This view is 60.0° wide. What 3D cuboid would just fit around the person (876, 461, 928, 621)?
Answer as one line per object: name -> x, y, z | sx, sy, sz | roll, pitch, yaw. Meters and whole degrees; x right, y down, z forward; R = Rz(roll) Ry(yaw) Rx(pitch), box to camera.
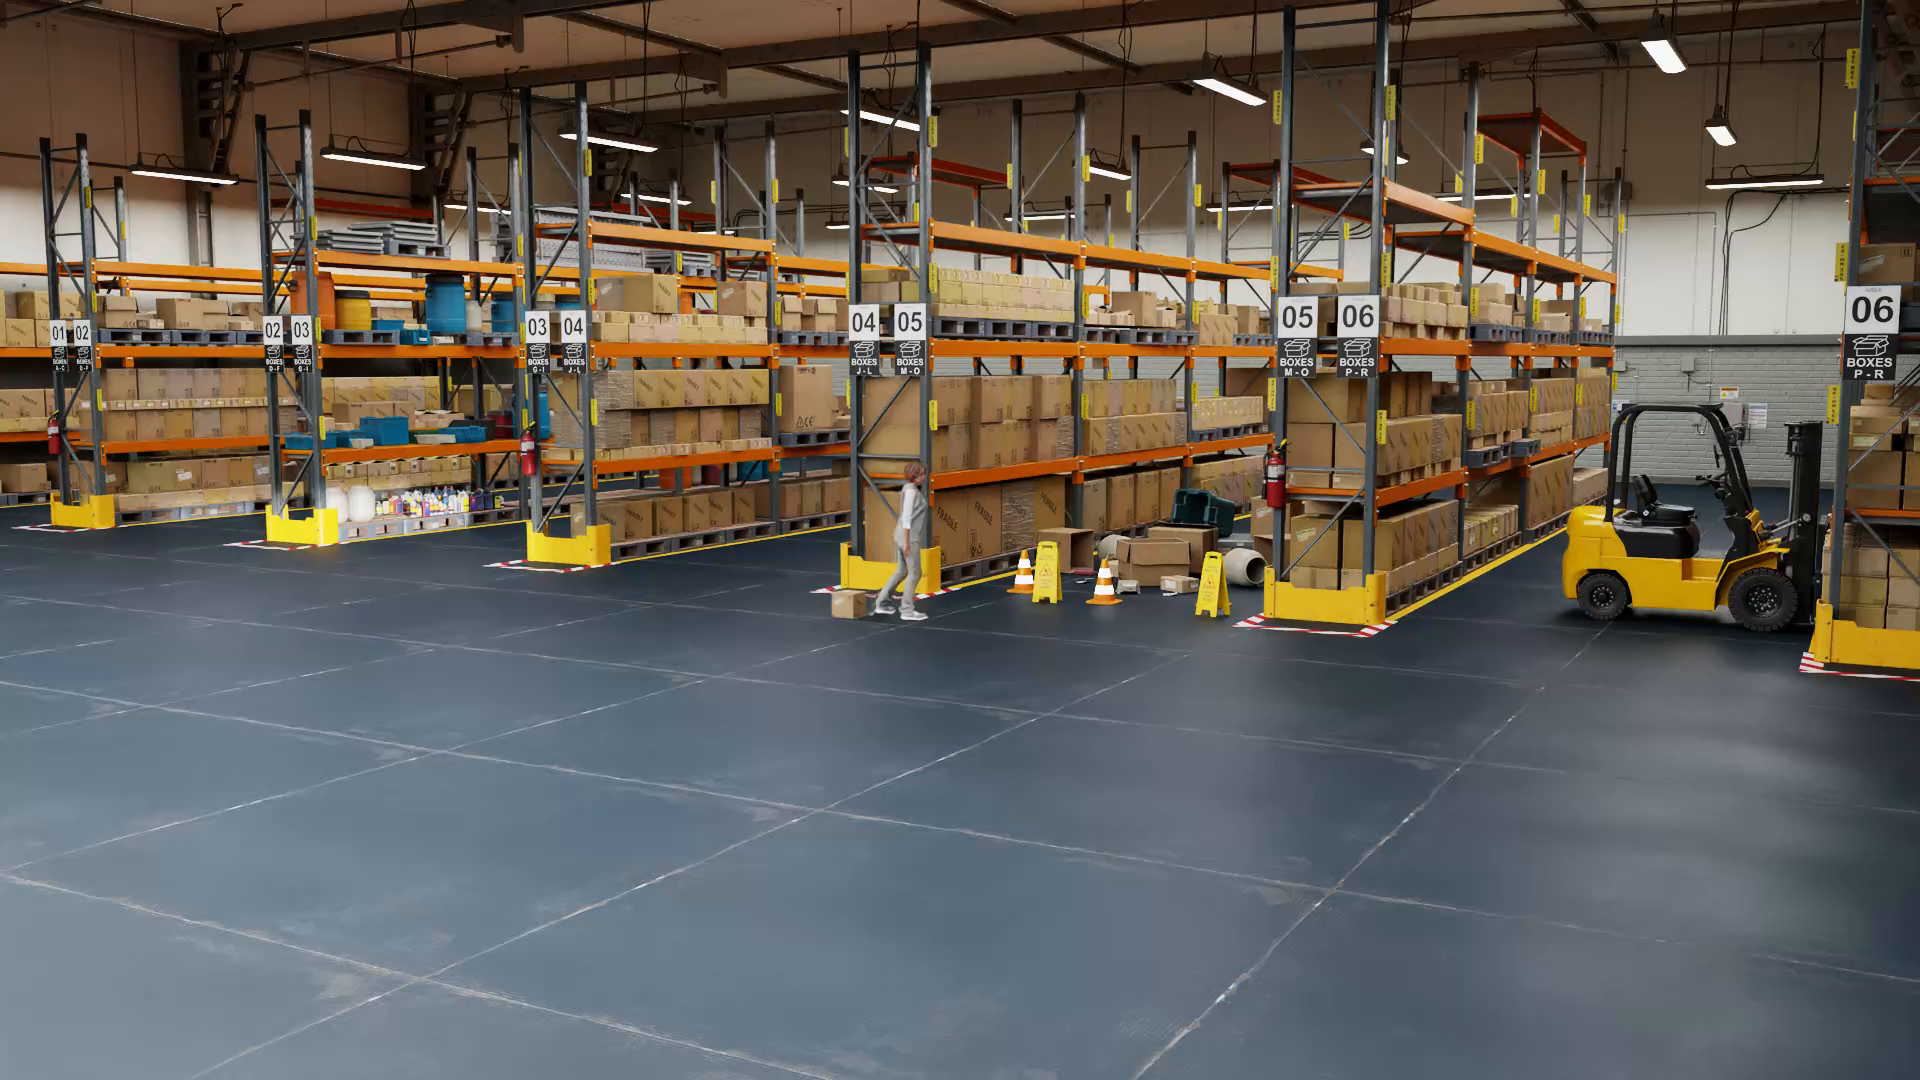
person -> -0.580, 0.007, 16.505 | 0.513, 1.585, 0.470 | -1, 6, -5
